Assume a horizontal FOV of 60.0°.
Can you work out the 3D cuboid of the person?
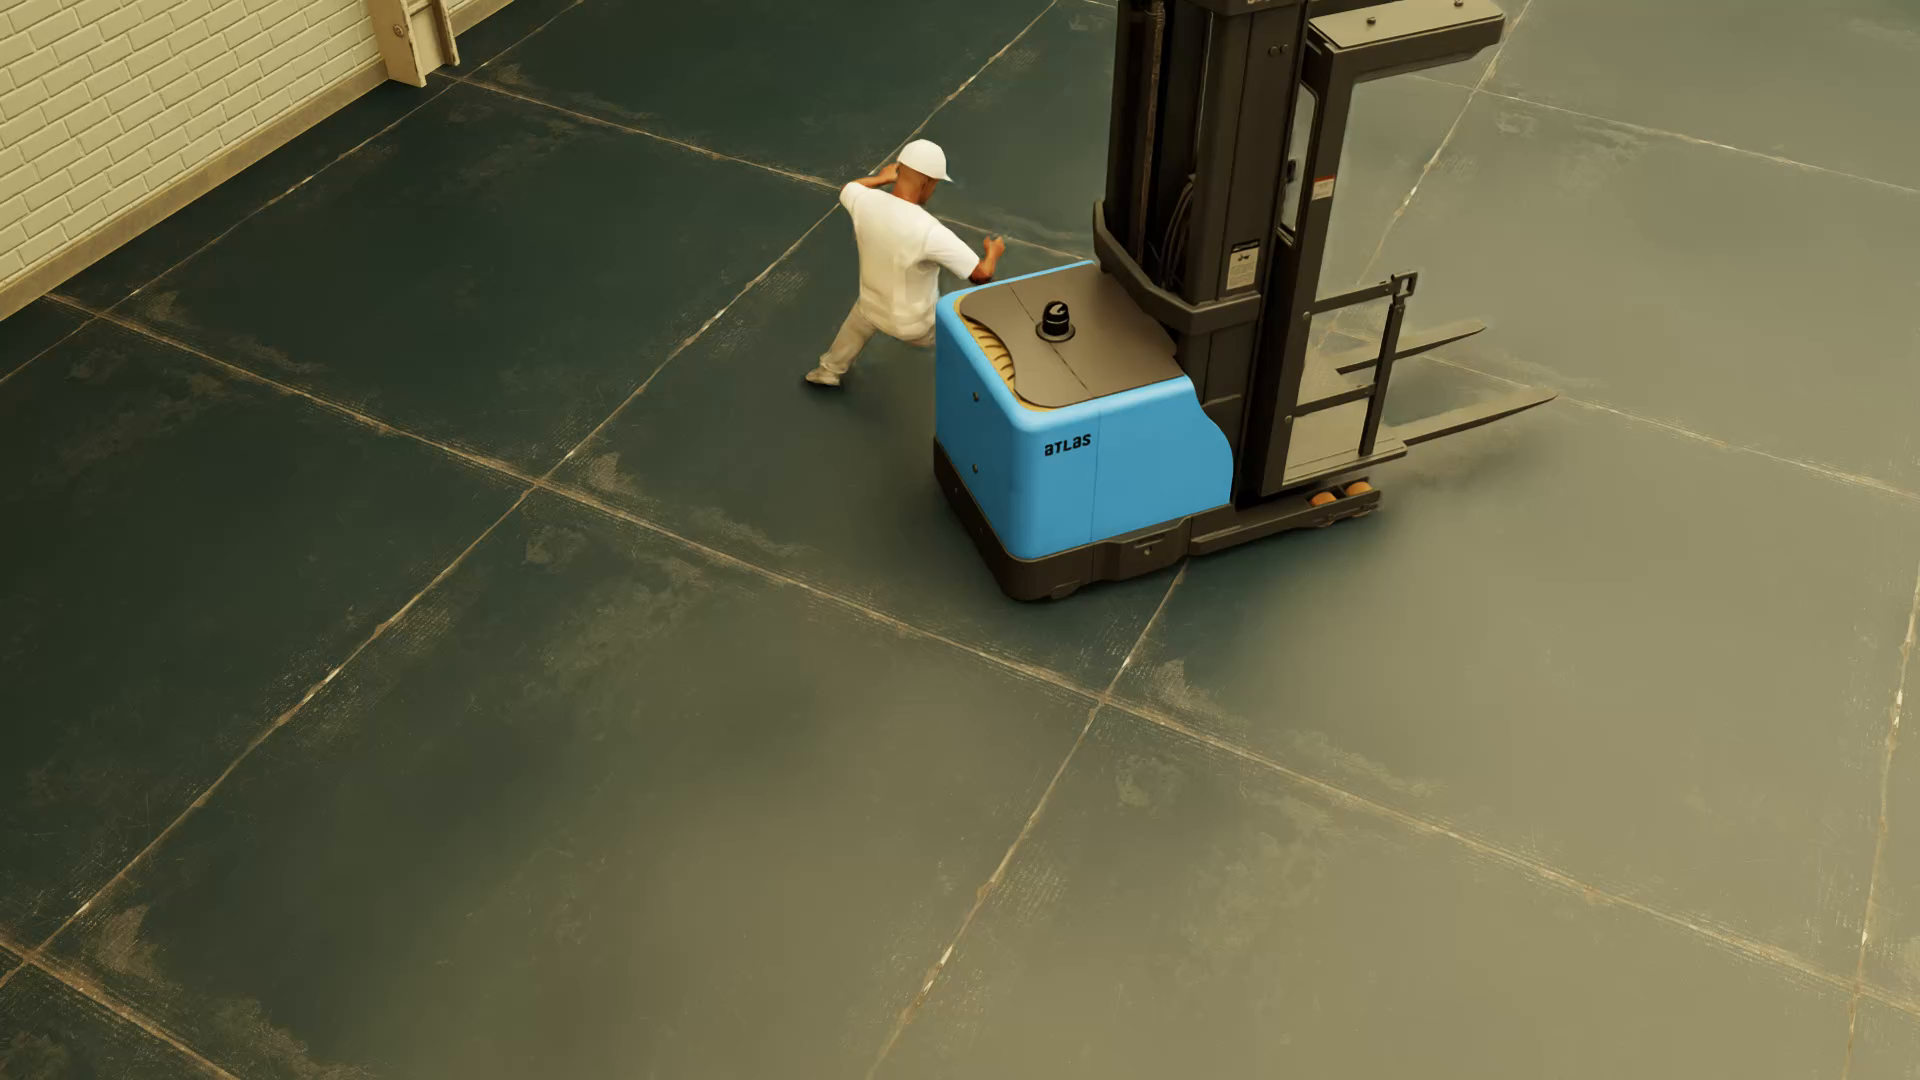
[{"bbox_3d":[-0.163,-1.257,8.022,1.245,1.560,0.733,32,52,29],"label":"person"}]

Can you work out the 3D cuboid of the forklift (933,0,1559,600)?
[{"bbox_3d":[1.442,-1.448,7.191,3.031,2.935,1.130,-16,46,-16],"label":"forklift"}]
